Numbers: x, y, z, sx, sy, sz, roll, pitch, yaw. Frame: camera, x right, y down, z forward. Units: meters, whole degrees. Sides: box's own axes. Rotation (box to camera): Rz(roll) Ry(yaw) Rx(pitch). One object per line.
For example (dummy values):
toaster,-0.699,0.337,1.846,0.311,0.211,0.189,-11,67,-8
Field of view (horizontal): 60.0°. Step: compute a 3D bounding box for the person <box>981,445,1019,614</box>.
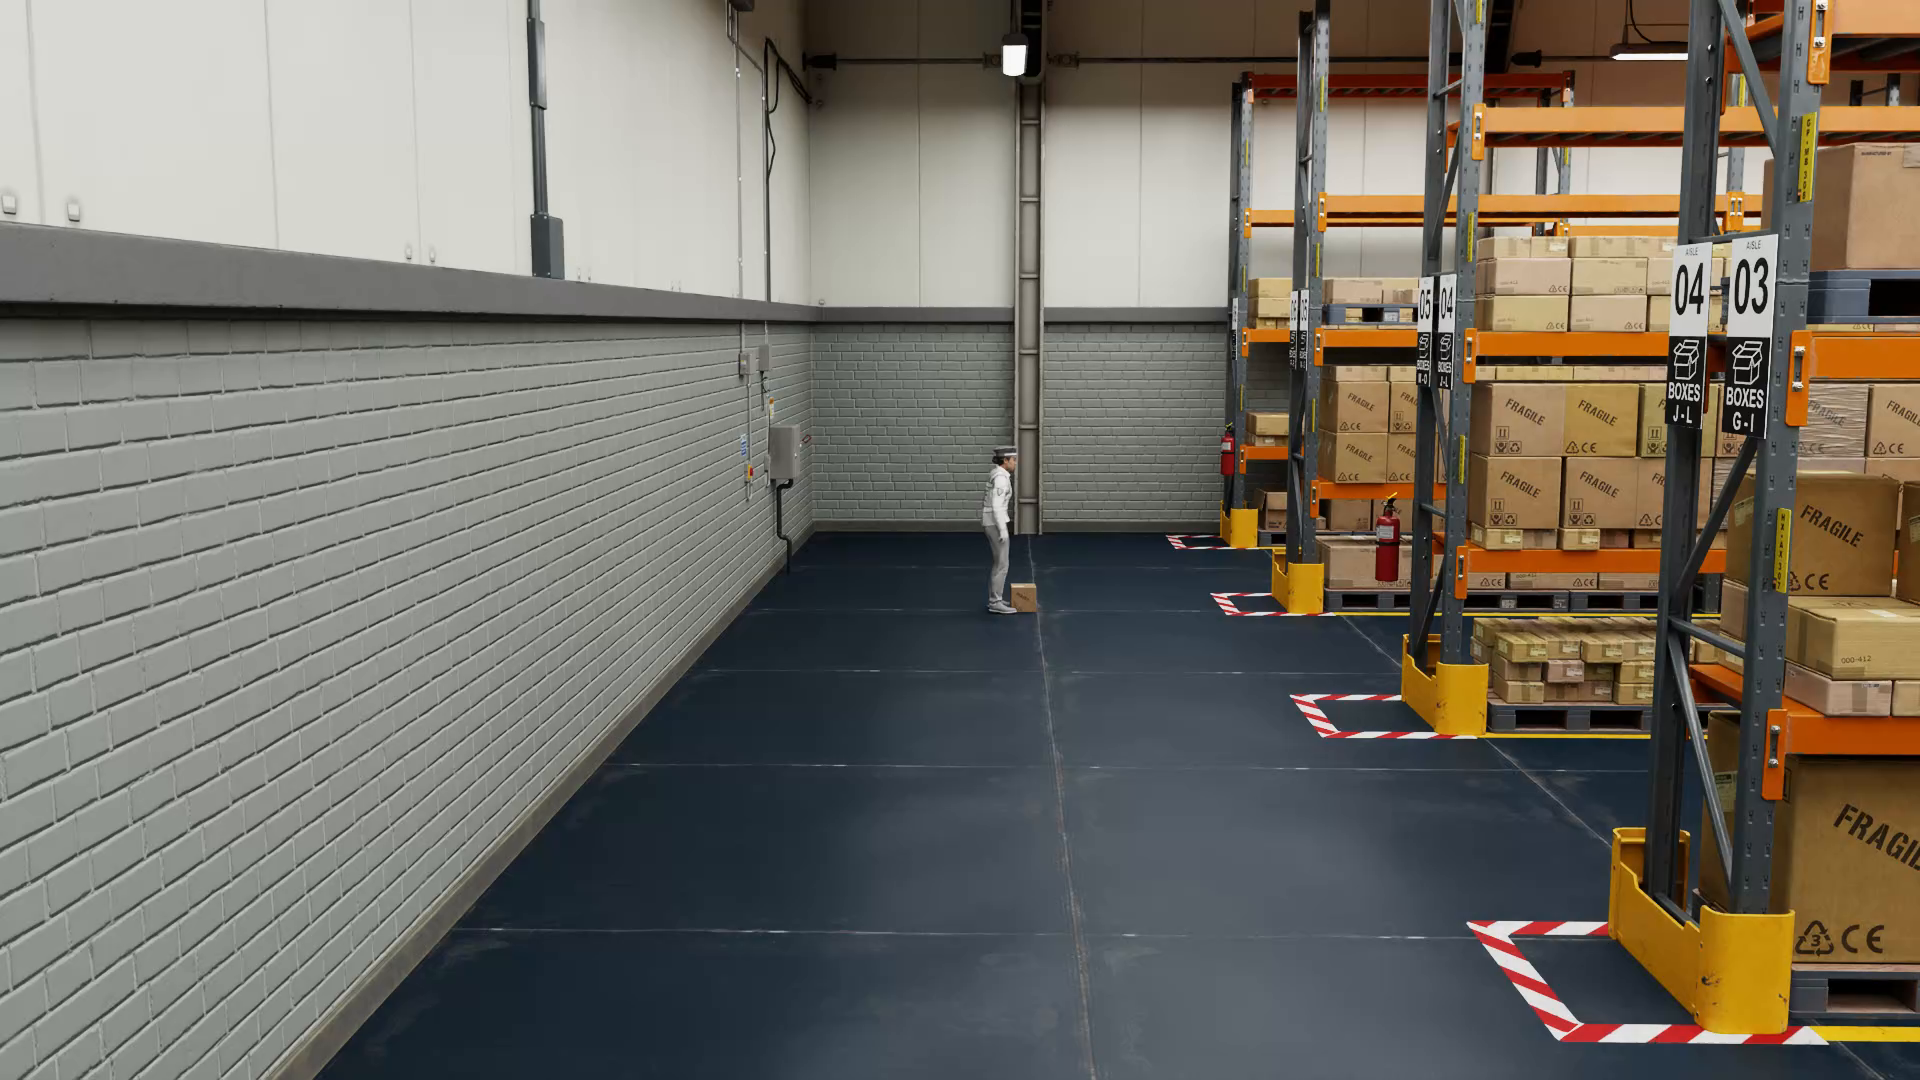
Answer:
person,0.402,-0.117,16.675,0.377,1.663,0.531,0,7,1
